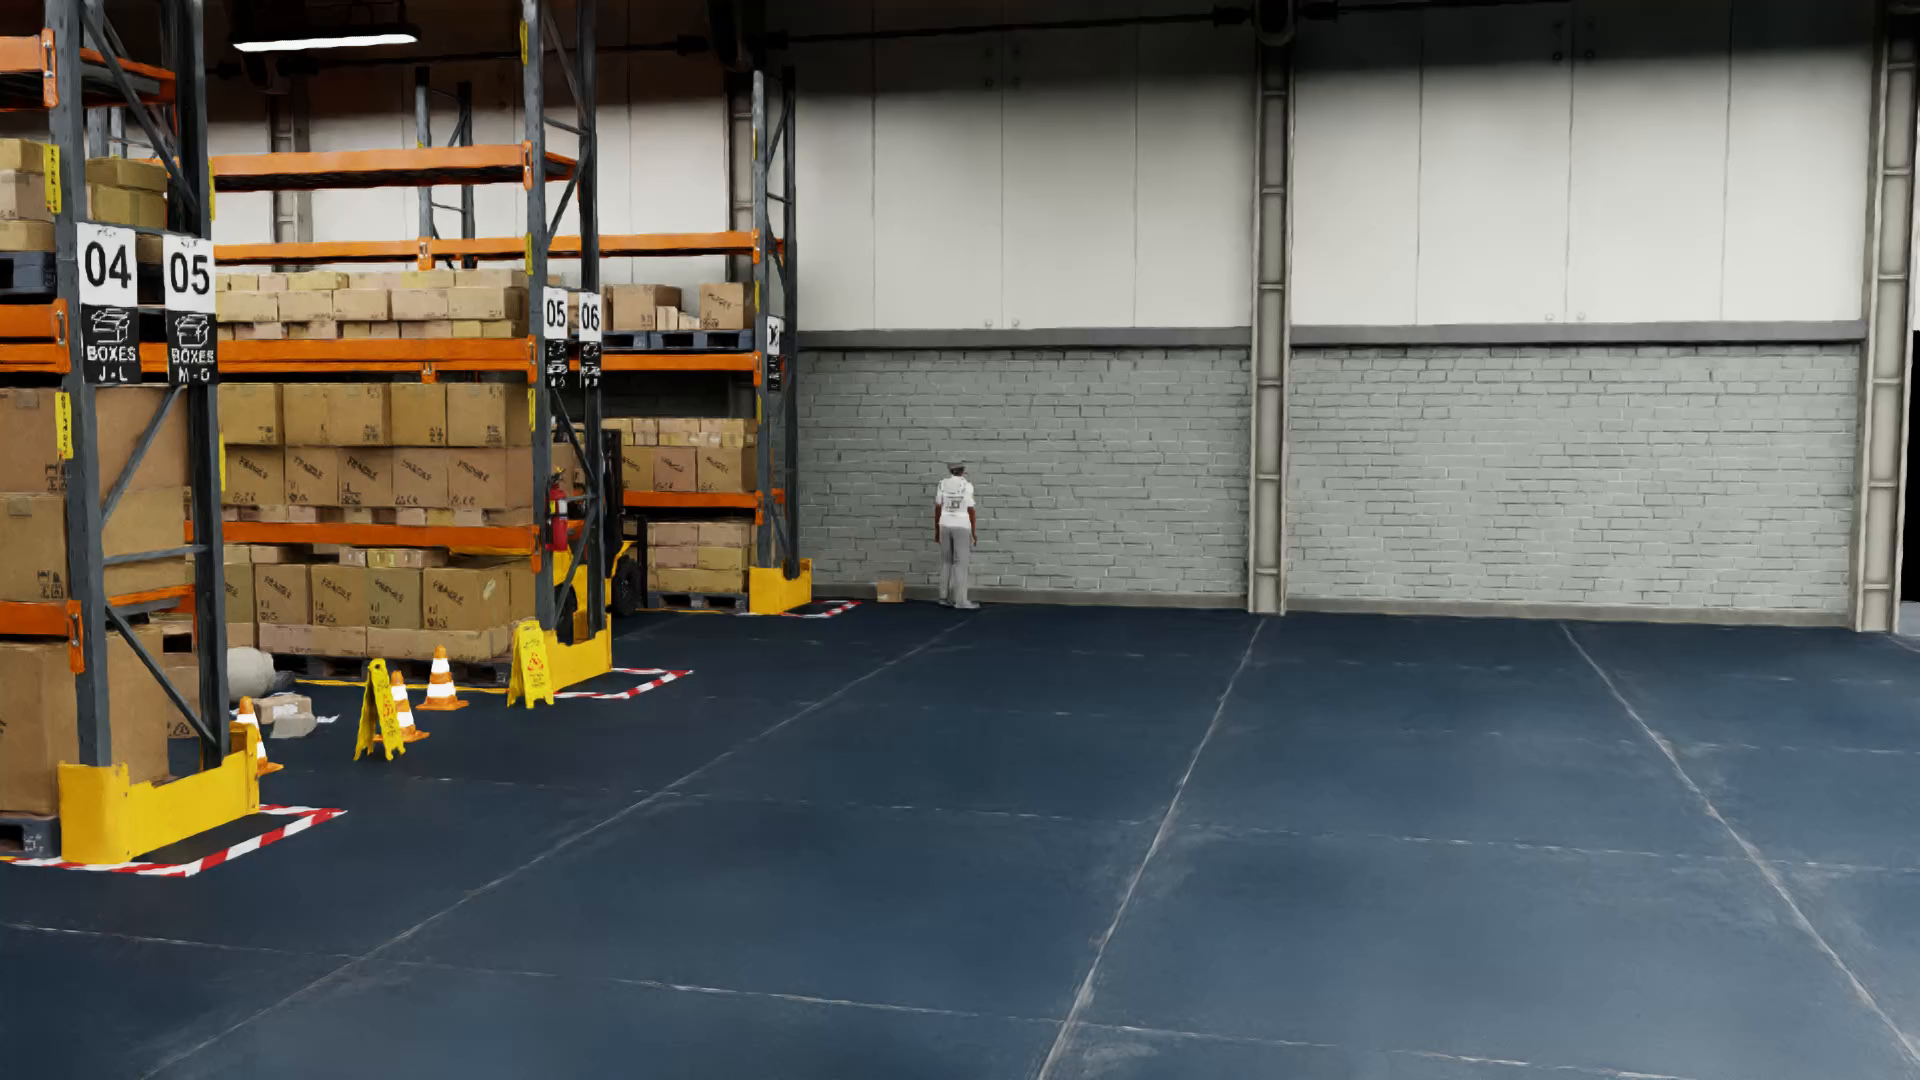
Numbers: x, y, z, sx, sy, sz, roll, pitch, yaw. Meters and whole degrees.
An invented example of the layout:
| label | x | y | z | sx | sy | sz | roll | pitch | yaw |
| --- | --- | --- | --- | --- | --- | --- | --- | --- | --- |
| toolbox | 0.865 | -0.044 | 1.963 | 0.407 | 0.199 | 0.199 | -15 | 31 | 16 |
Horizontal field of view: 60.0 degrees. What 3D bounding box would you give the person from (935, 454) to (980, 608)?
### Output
| label | x | y | z | sx | sy | sz | roll | pitch | yaw |
| --- | --- | --- | --- | --- | --- | --- | --- | --- | --- |
| person | -0.036 | -0.096 | 18.335 | 0.553 | 1.690 | 0.353 | 3 | 6 | 33 |
